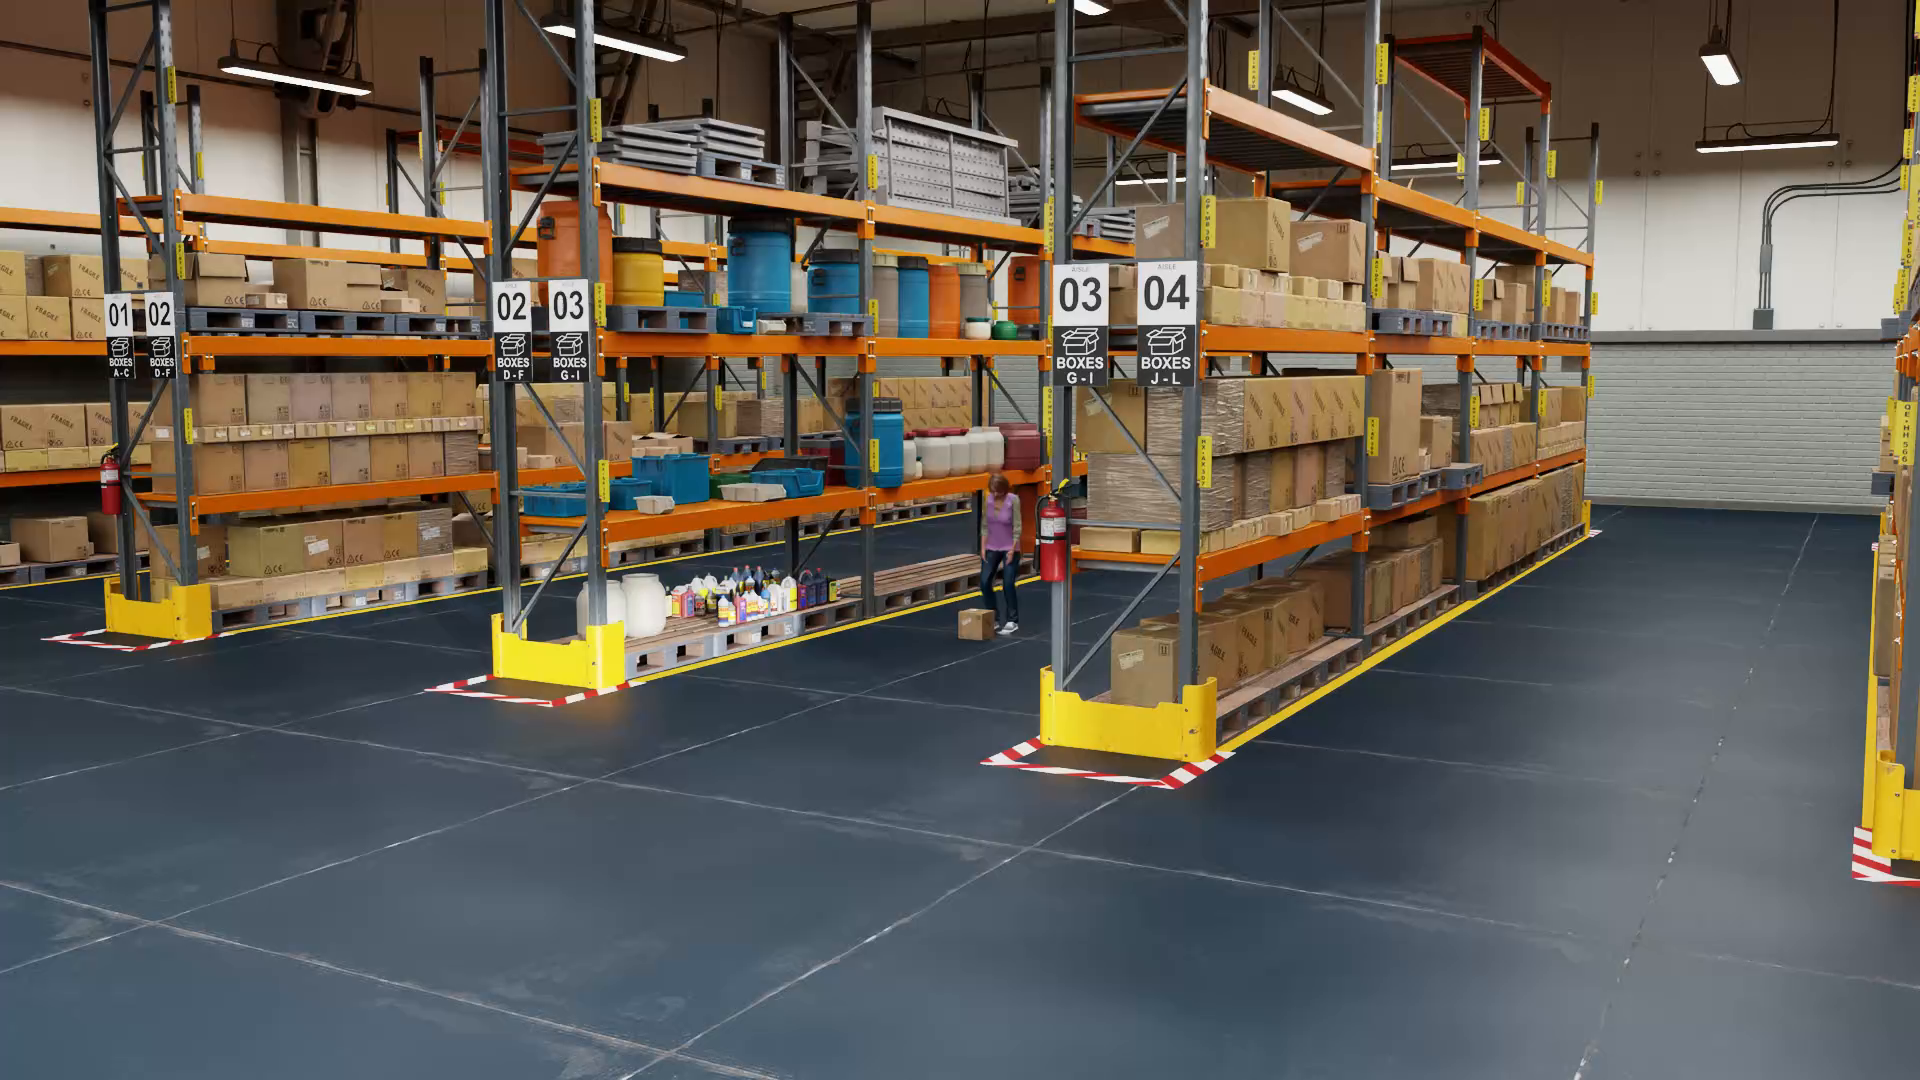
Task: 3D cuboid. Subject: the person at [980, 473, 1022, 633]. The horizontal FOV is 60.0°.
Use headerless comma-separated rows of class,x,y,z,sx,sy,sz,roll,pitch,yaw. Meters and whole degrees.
person,0.407,0.127,15.843,0.437,1.511,0.436,4,7,30
